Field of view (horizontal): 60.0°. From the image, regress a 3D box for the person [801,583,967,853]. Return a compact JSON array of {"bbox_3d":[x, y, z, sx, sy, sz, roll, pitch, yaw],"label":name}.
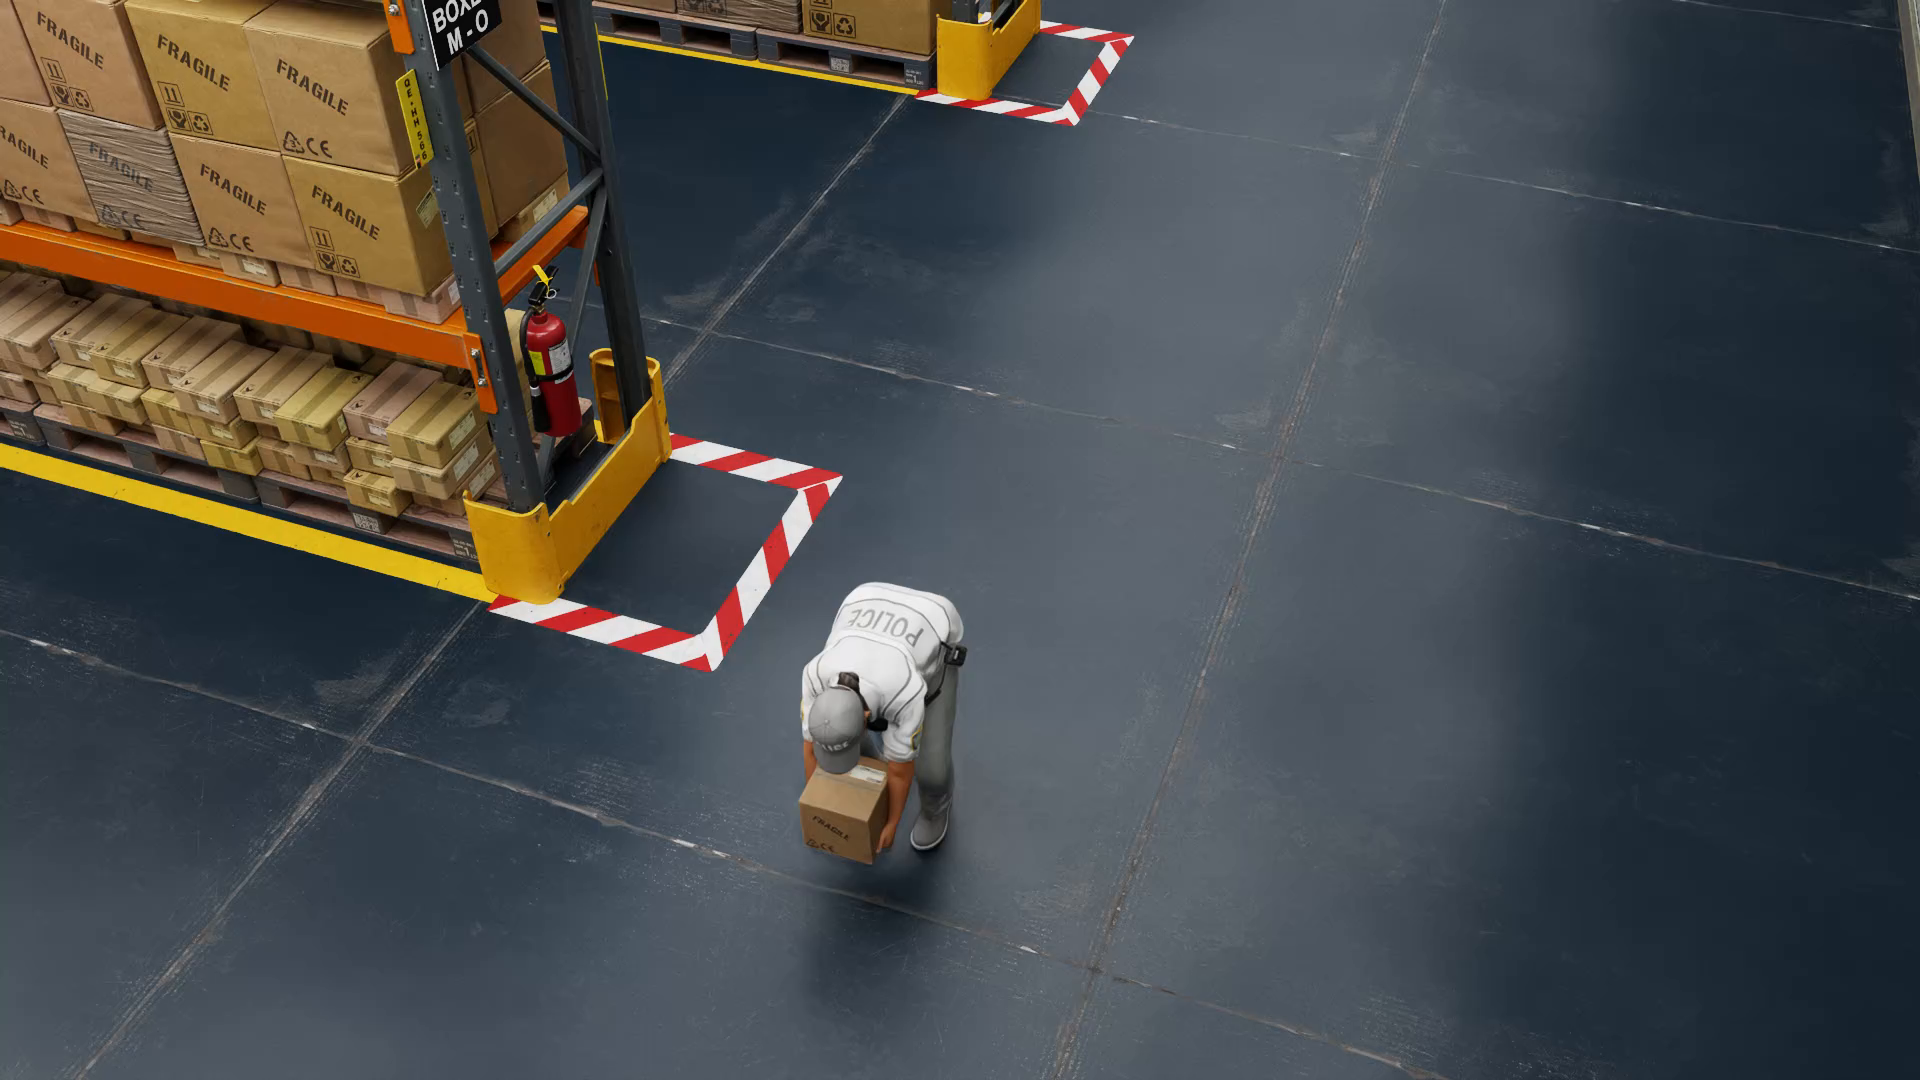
[{"bbox_3d":[-0.287,0.693,5.752,0.488,1.176,0.916,12,43,13],"label":"person"}]
